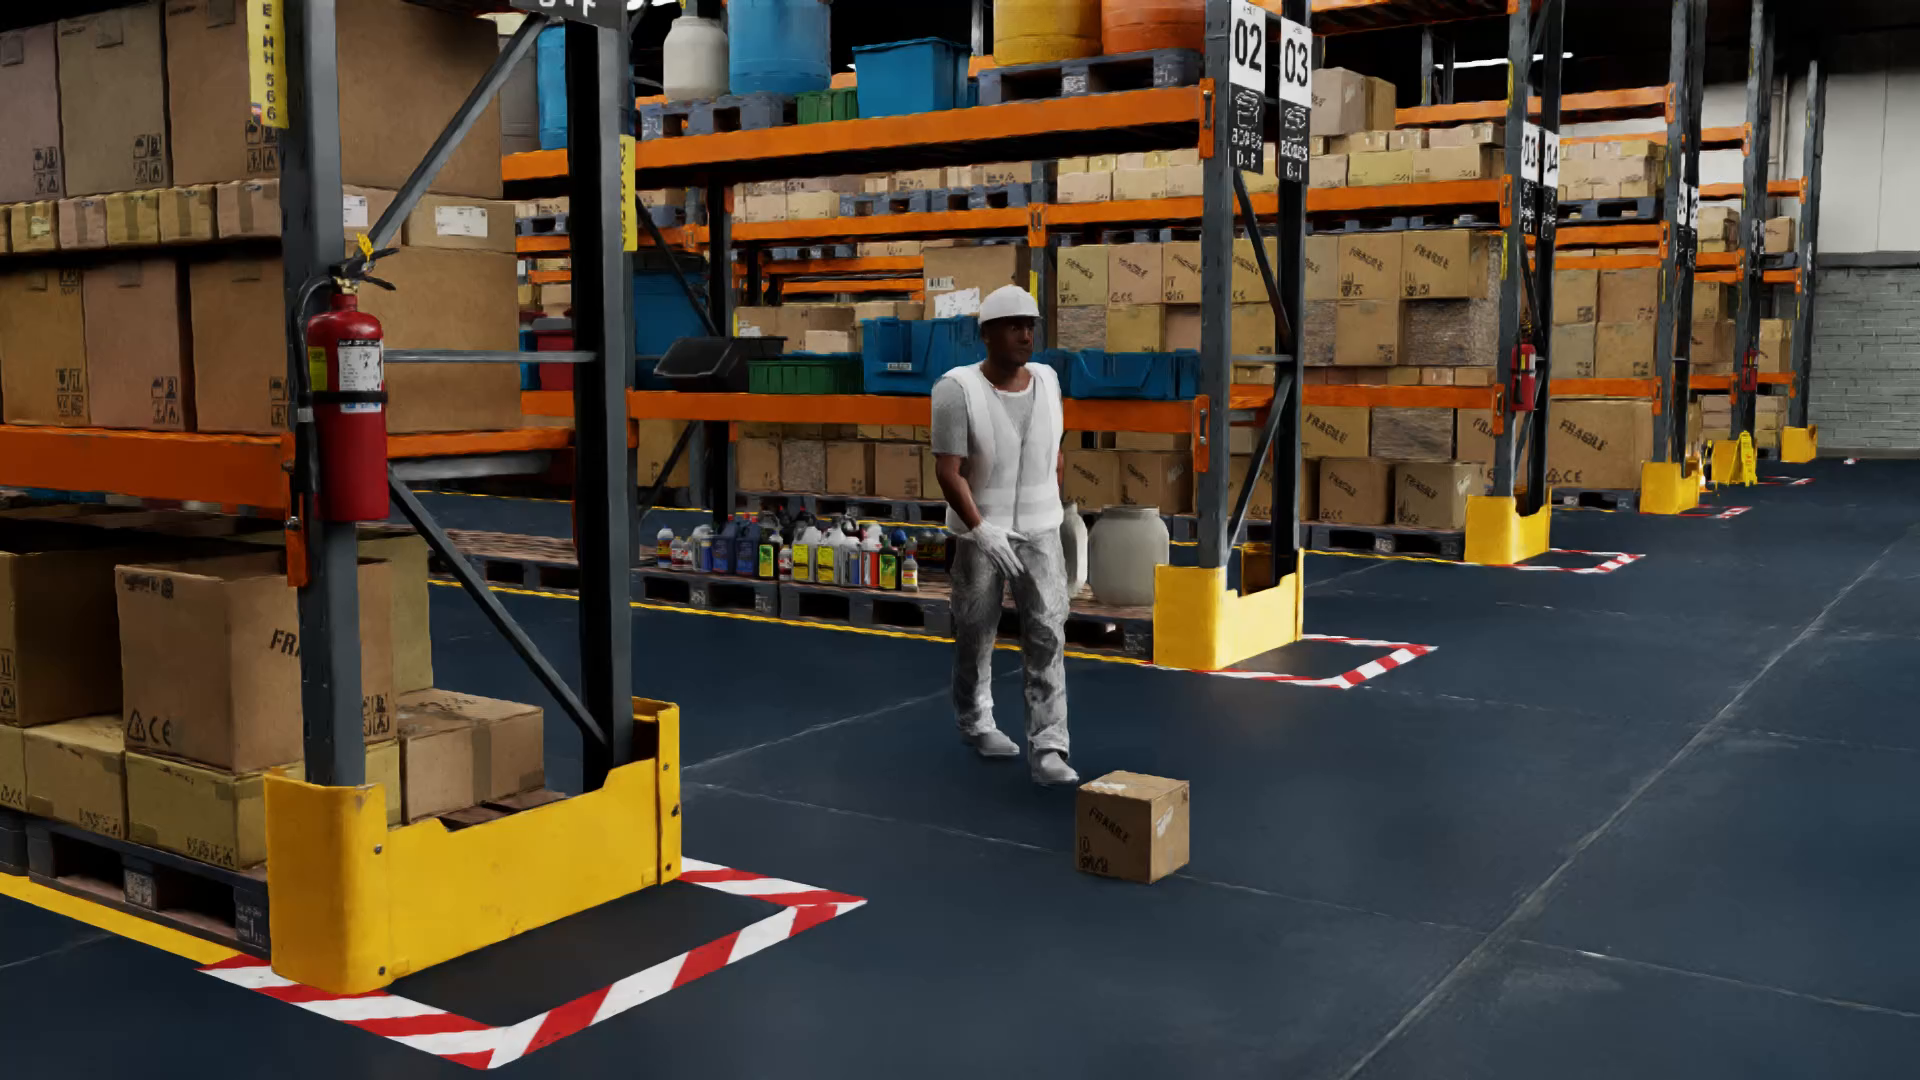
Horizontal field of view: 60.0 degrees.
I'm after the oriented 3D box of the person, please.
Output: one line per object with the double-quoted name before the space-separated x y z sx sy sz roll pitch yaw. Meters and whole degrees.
"person" 0.158 -0.023 5.891 0.536 1.737 0.955 -1 6 -9
